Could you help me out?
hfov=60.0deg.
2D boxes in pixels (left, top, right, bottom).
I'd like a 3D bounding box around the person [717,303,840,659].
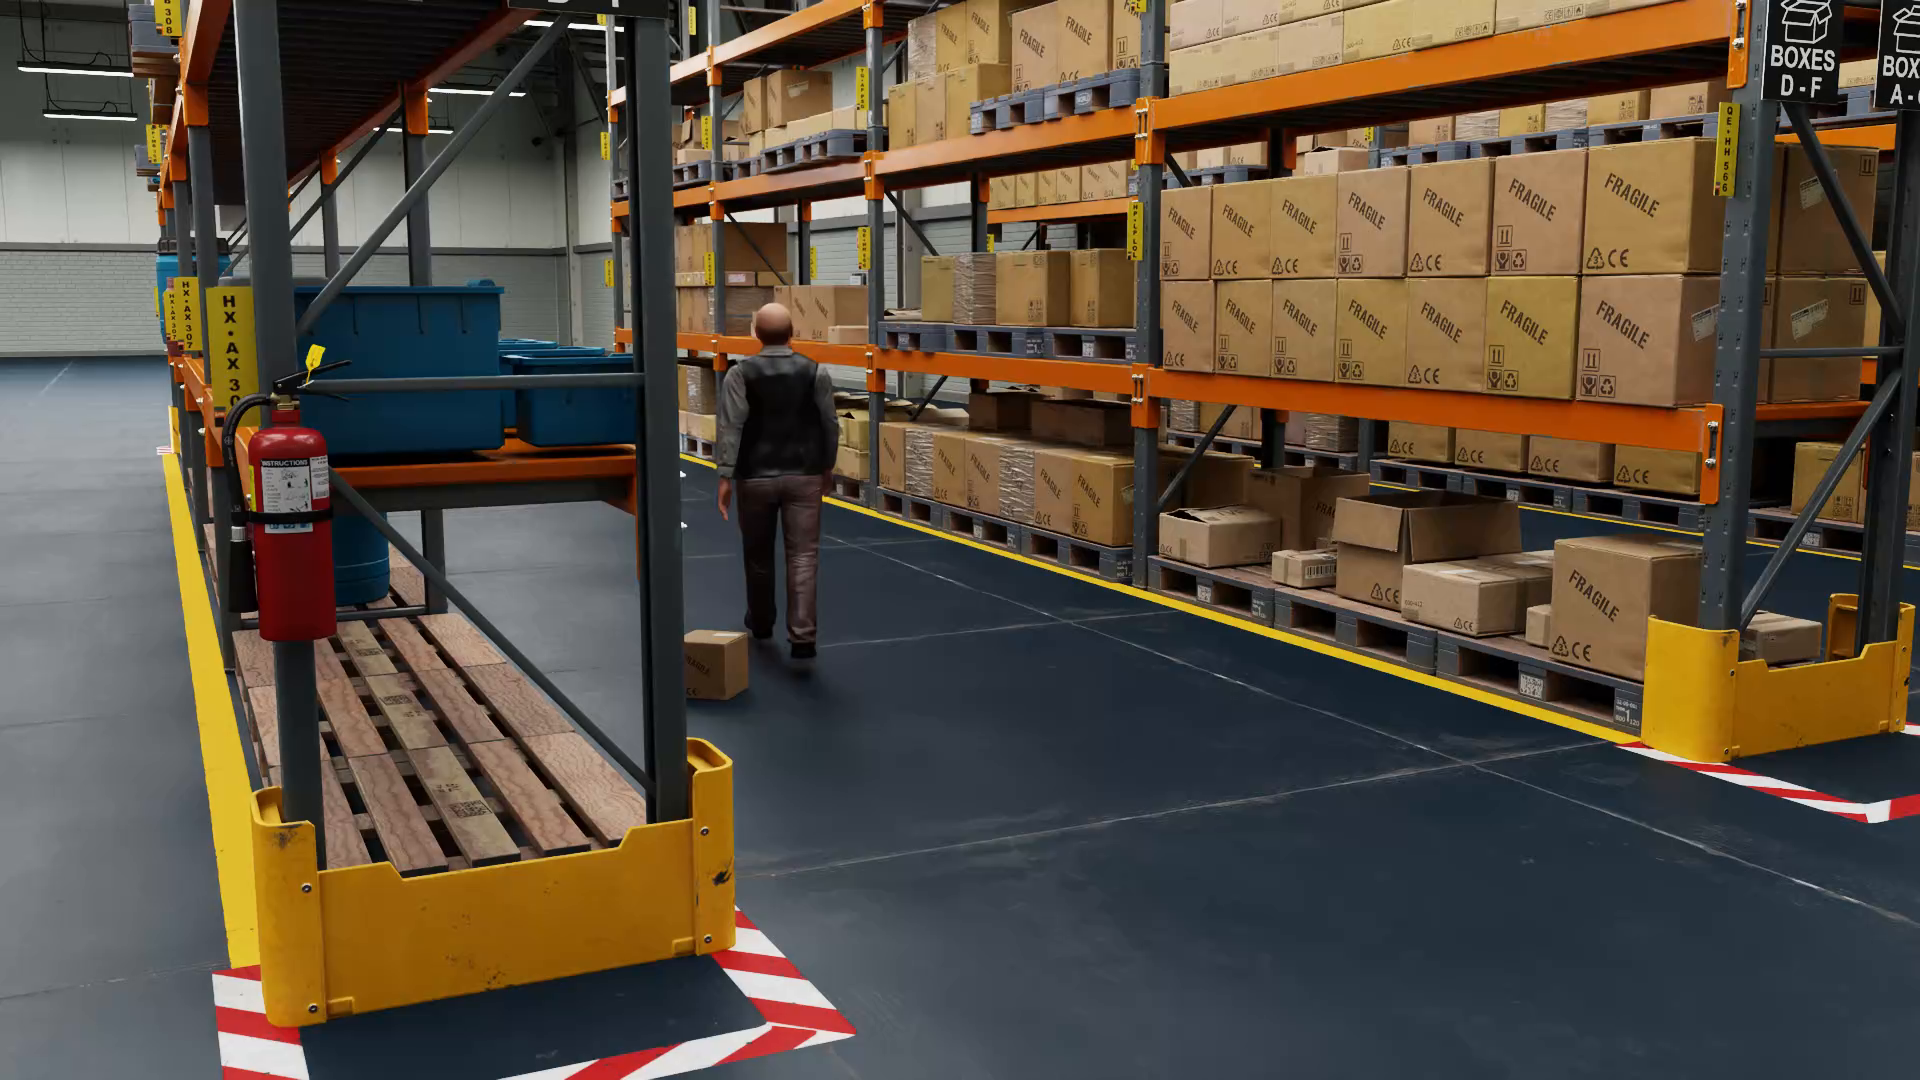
[{"bbox_3d":[-0.862,-0.290,7.923,0.581,1.665,1.100,-1,8,-7],"label":"person"}]
